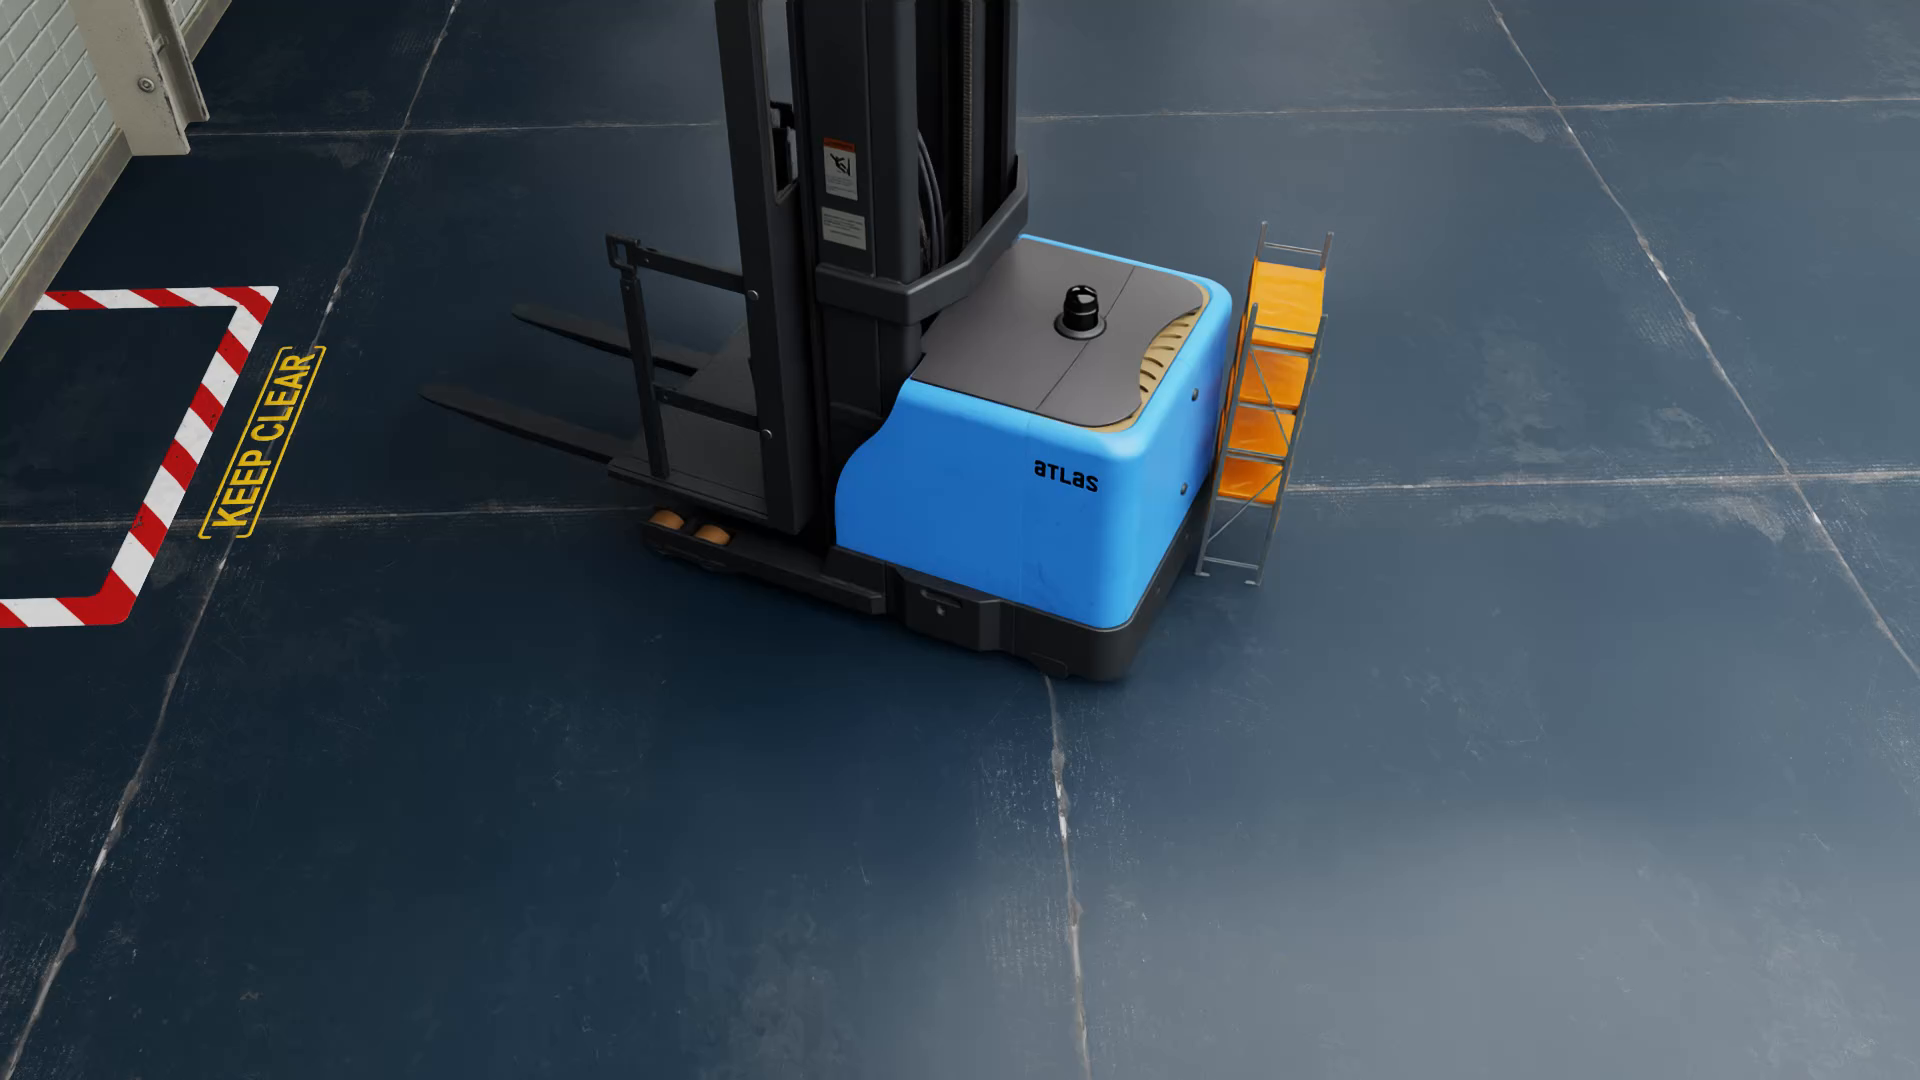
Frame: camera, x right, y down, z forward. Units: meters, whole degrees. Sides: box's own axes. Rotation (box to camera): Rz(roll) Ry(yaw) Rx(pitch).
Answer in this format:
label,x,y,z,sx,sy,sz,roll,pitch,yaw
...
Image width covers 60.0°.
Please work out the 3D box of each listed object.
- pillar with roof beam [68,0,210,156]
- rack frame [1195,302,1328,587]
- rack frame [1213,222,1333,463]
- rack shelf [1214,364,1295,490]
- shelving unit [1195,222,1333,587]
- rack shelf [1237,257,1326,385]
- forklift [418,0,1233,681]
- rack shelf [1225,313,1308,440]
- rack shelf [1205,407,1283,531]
label,x,y,z,sx,sy,sz,roll,pitch,yaw
pillar with roof beam,0.250,-5.512,5.603,9.100,9.000,0.400,-2,43,-2
rack frame,1.011,-0.293,5.671,0.240,1.200,0.015,10,43,6
rack frame,1.107,-0.616,6.023,0.240,1.200,0.015,10,43,6
rack shelf,1.055,-0.405,5.893,0.258,0.148,0.480,10,43,6
shelving unit,1.059,-0.454,5.847,0.258,1.200,0.503,10,43,6
rack shelf,1.081,-0.740,5.579,0.258,0.148,0.480,10,43,6
forklift,-0.626,-1.276,5.473,3.031,2.935,1.130,17,45,18
rack shelf,1.068,-0.568,5.740,0.258,0.148,0.480,10,43,6
rack shelf,1.044,-0.261,6.029,0.258,0.148,0.480,10,43,6
